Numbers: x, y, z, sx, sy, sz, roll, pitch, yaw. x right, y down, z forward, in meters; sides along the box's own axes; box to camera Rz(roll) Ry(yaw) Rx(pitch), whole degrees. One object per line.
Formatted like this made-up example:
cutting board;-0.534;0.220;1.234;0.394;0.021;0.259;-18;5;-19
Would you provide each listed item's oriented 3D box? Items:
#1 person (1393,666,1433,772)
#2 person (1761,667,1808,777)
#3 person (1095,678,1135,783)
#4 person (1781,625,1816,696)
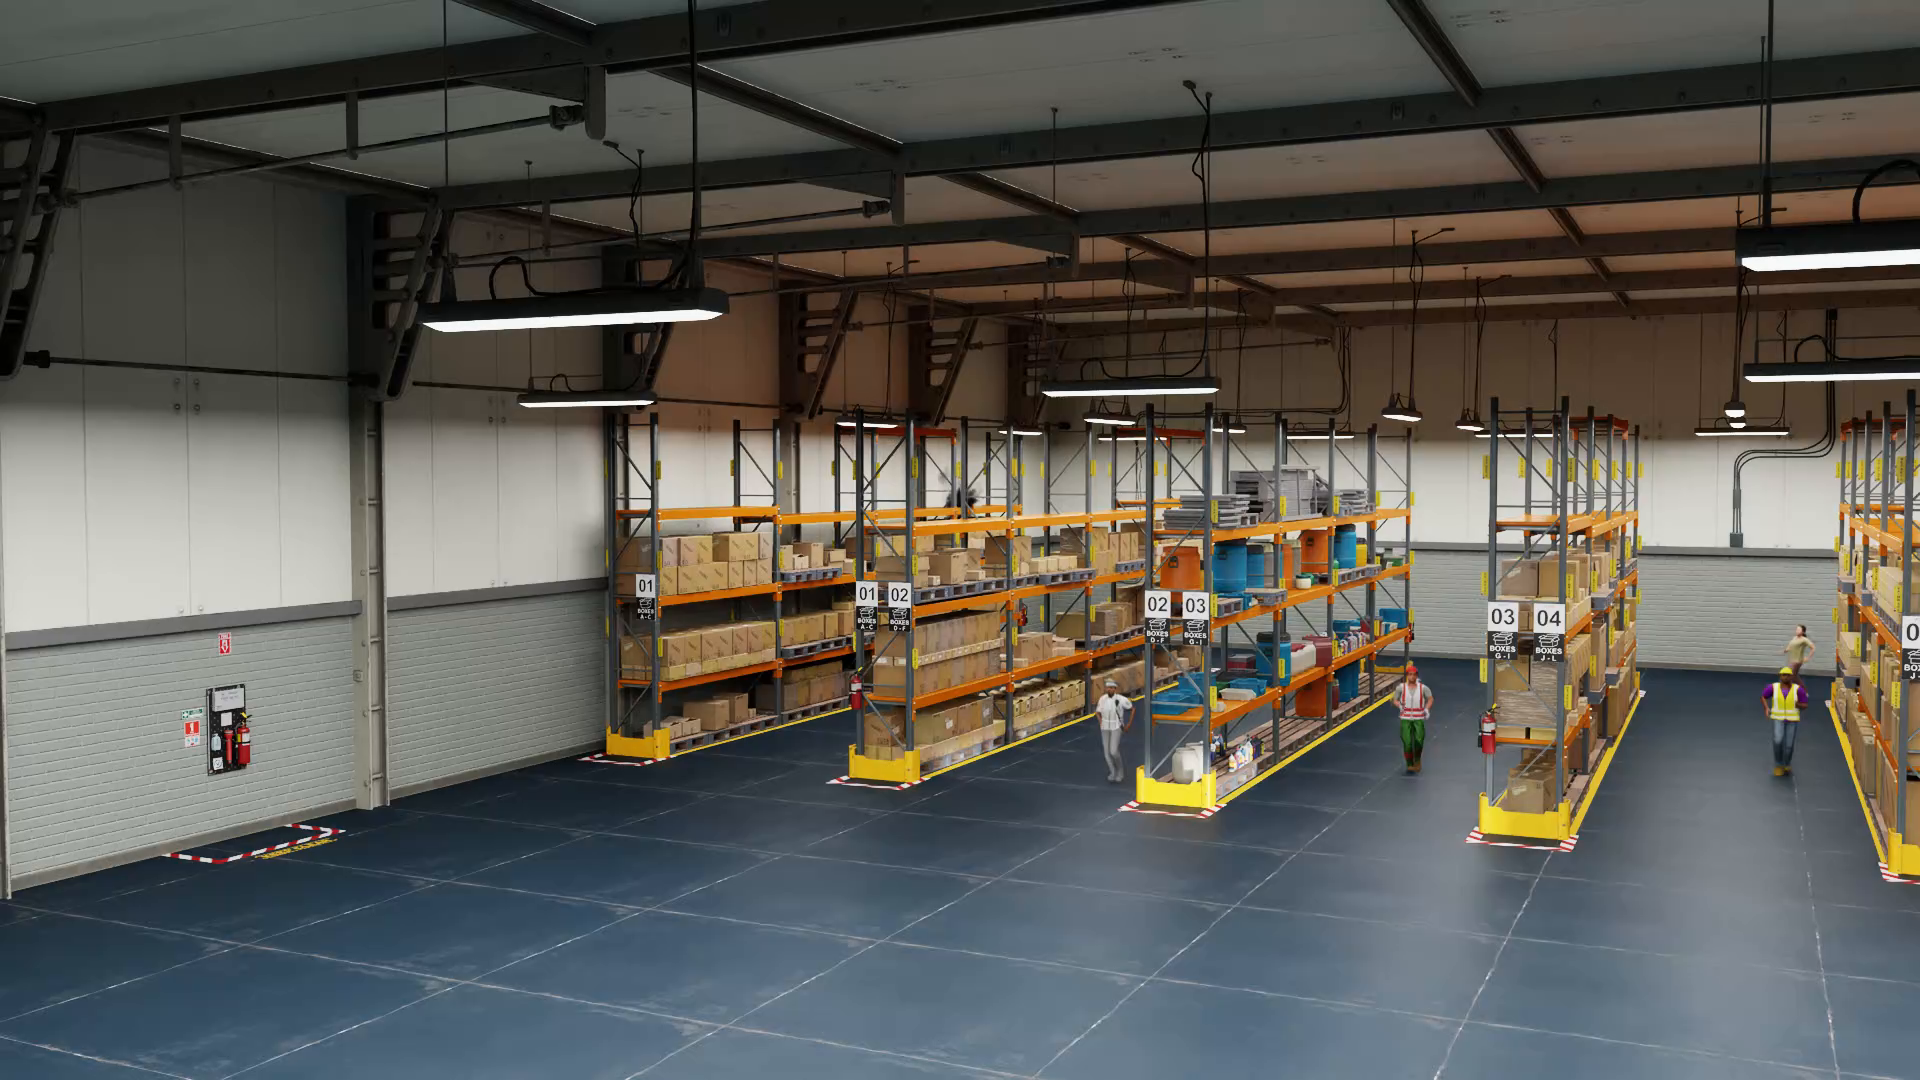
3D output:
person;7.445;2.960;27.349;0.640;1.750;0.604;1;2;16
person;13.487;2.983;27.189;0.674;1.809;0.696;1;3;22
person;2.441;3.046;26.580;0.595;1.682;0.646;1;3;26
person;18.102;2.668;36.049;0.776;1.686;0.624;0;2;0
